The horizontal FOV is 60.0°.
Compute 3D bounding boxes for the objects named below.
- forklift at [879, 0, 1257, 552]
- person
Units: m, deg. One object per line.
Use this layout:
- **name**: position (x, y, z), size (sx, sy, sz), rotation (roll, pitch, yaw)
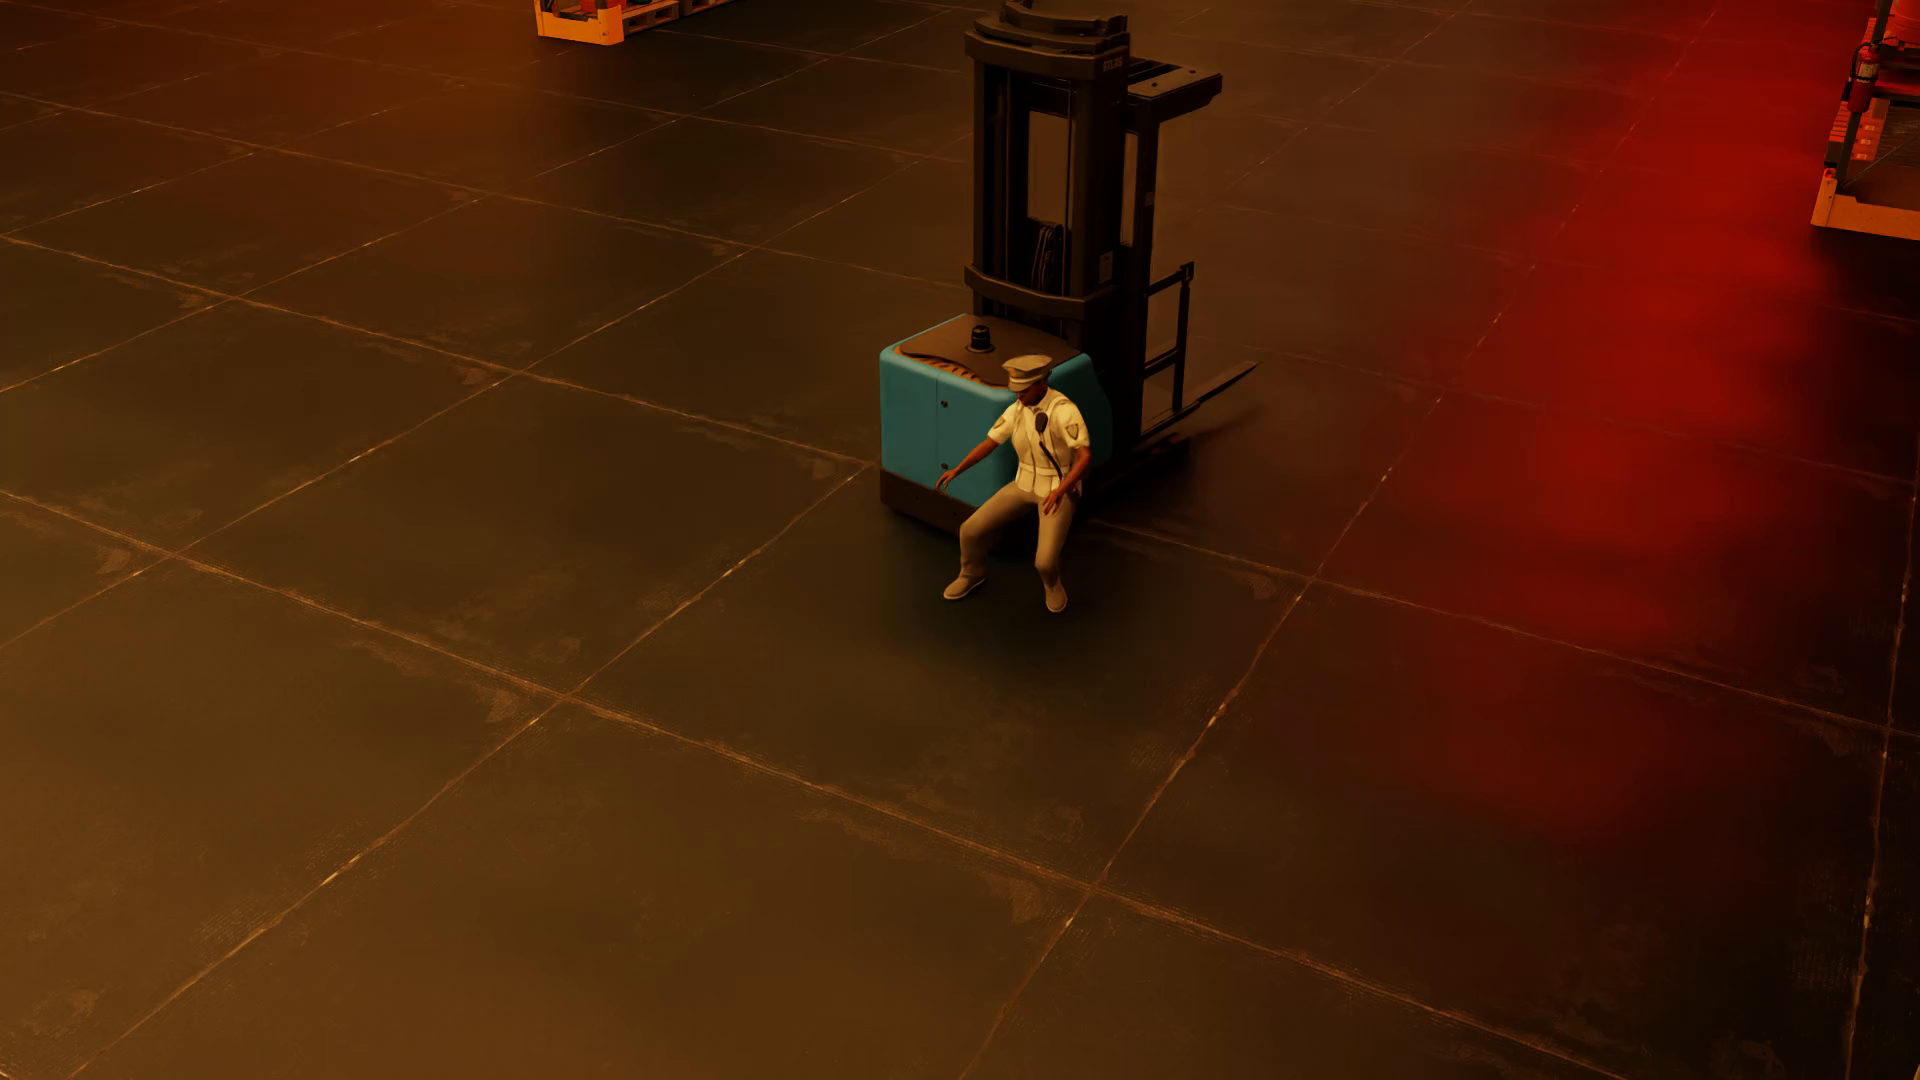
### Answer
- **forklift**: position (0.851, -1.858, 10.290), size (1.130, 2.935, 3.031), rotation (23, 37, 35)
- **person**: position (0.300, -0.257, 8.973), size (0.789, 1.469, 0.714), rotation (24, 38, 35)
